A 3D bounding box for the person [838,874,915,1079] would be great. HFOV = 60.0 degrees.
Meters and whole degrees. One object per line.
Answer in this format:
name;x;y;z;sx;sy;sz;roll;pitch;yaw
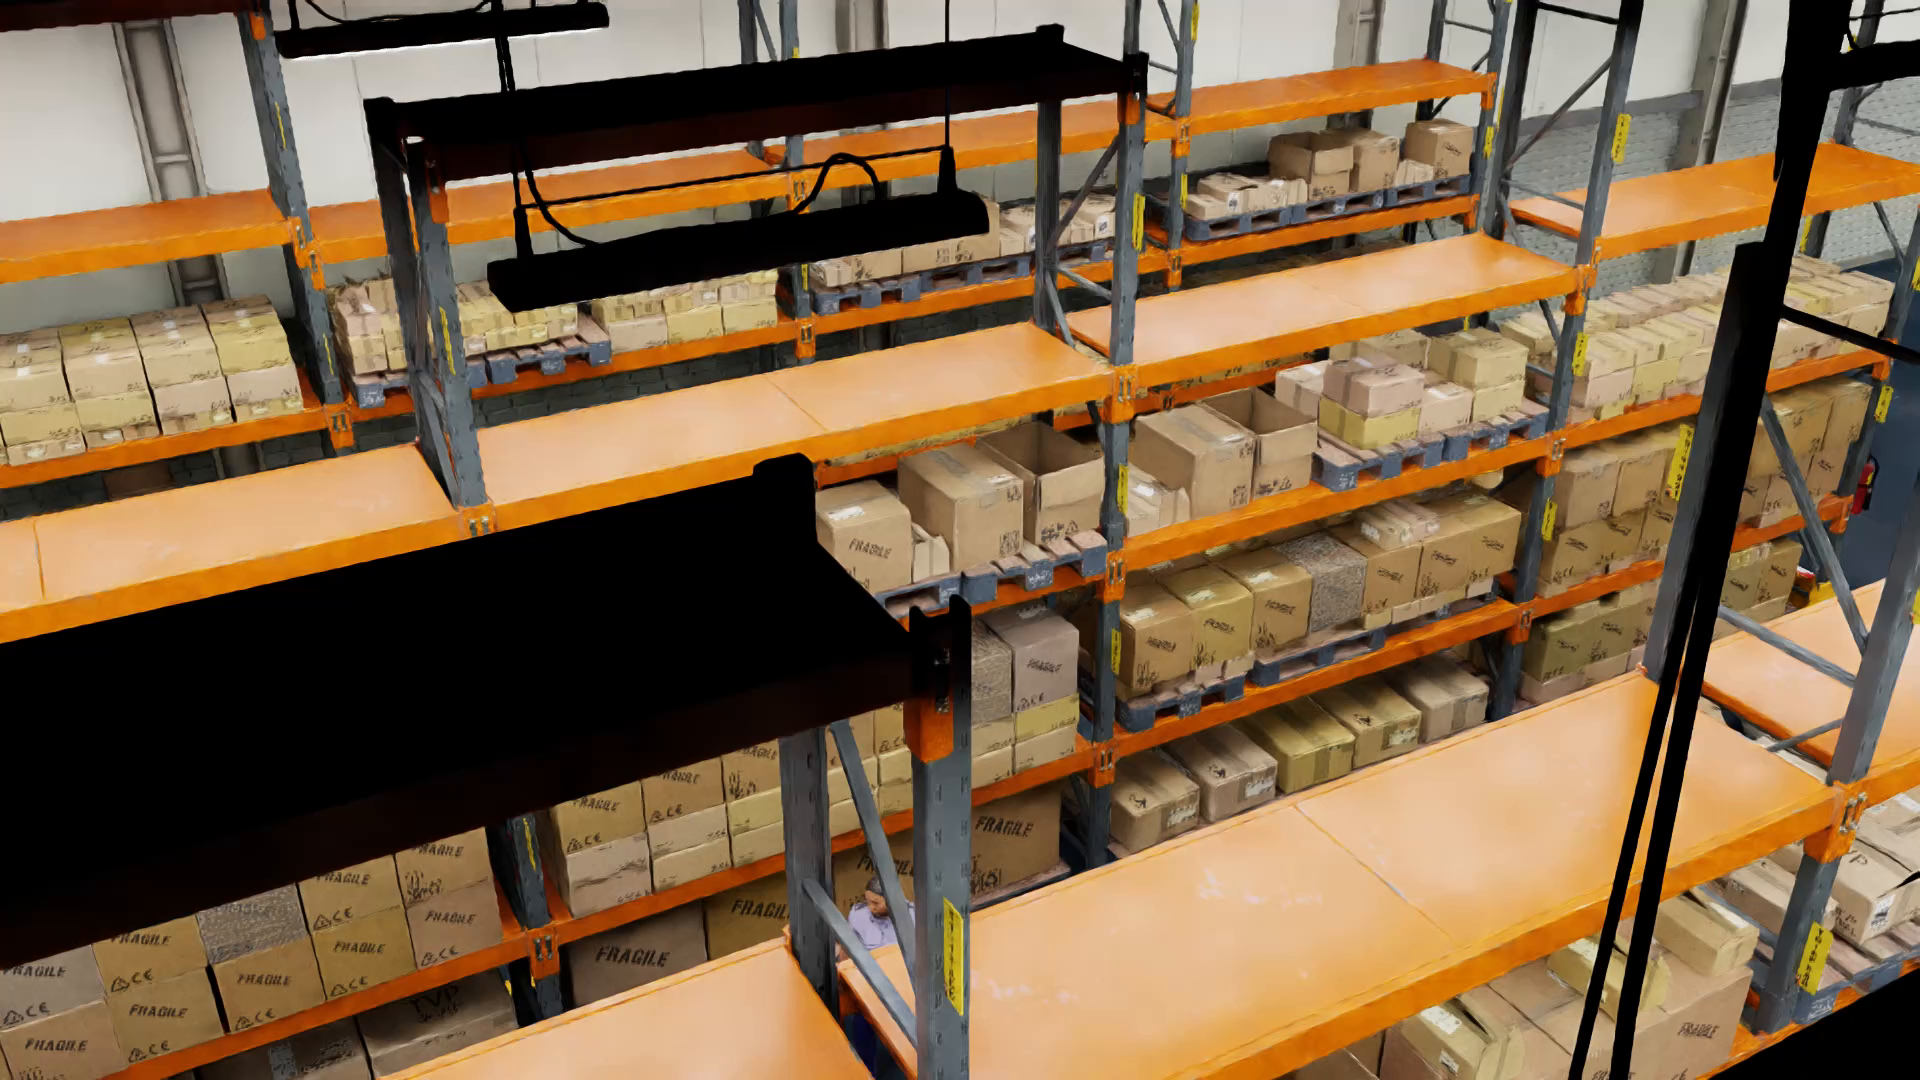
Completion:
person;-0.460;2.701;10.127;0.618;1.638;0.569;-4;28;-8
